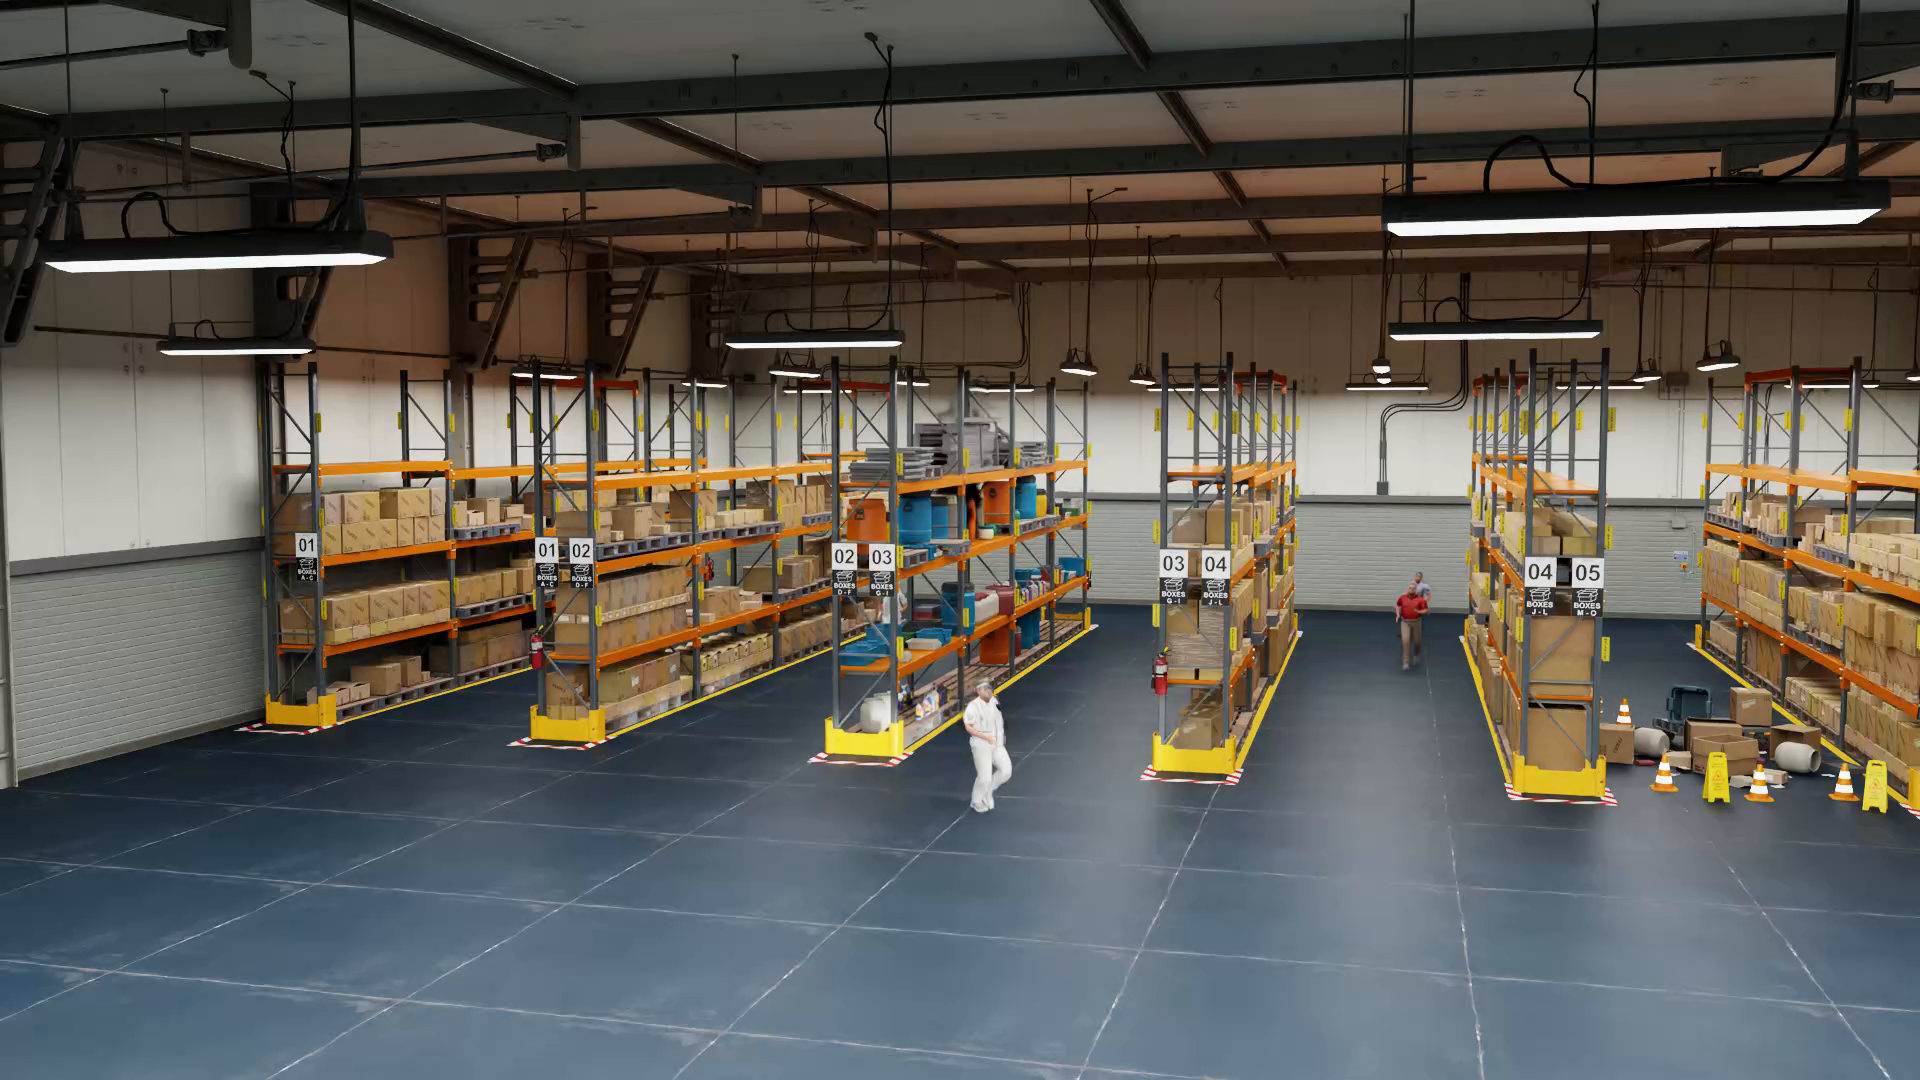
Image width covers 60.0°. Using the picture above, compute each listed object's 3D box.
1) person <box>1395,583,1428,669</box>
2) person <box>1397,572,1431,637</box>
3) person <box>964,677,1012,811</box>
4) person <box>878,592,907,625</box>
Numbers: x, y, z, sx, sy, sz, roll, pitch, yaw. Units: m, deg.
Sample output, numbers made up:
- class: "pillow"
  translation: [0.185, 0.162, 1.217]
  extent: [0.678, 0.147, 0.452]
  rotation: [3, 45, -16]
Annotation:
- class: "person"
  translation: [9.206, 1.735, 33.917]
  extent: [0.664, 1.711, 0.991]
  rotation: [1, 4, 18]
- class: "person"
  translation: [10.637, 1.511, 38.793]
  extent: [0.550, 1.553, 0.739]
  rotation: [-4, 6, -44]
- class: "person"
  translation: [0.375, 2.625, 21.391]
  extent: [0.675, 1.743, 0.594]
  rotation: [-3, 5, -39]
- class: "person"
  translation: [-1.427, 1.629, 34.745]
  extent: [0.645, 1.657, 0.857]
  rotation: [1, 4, 9]
